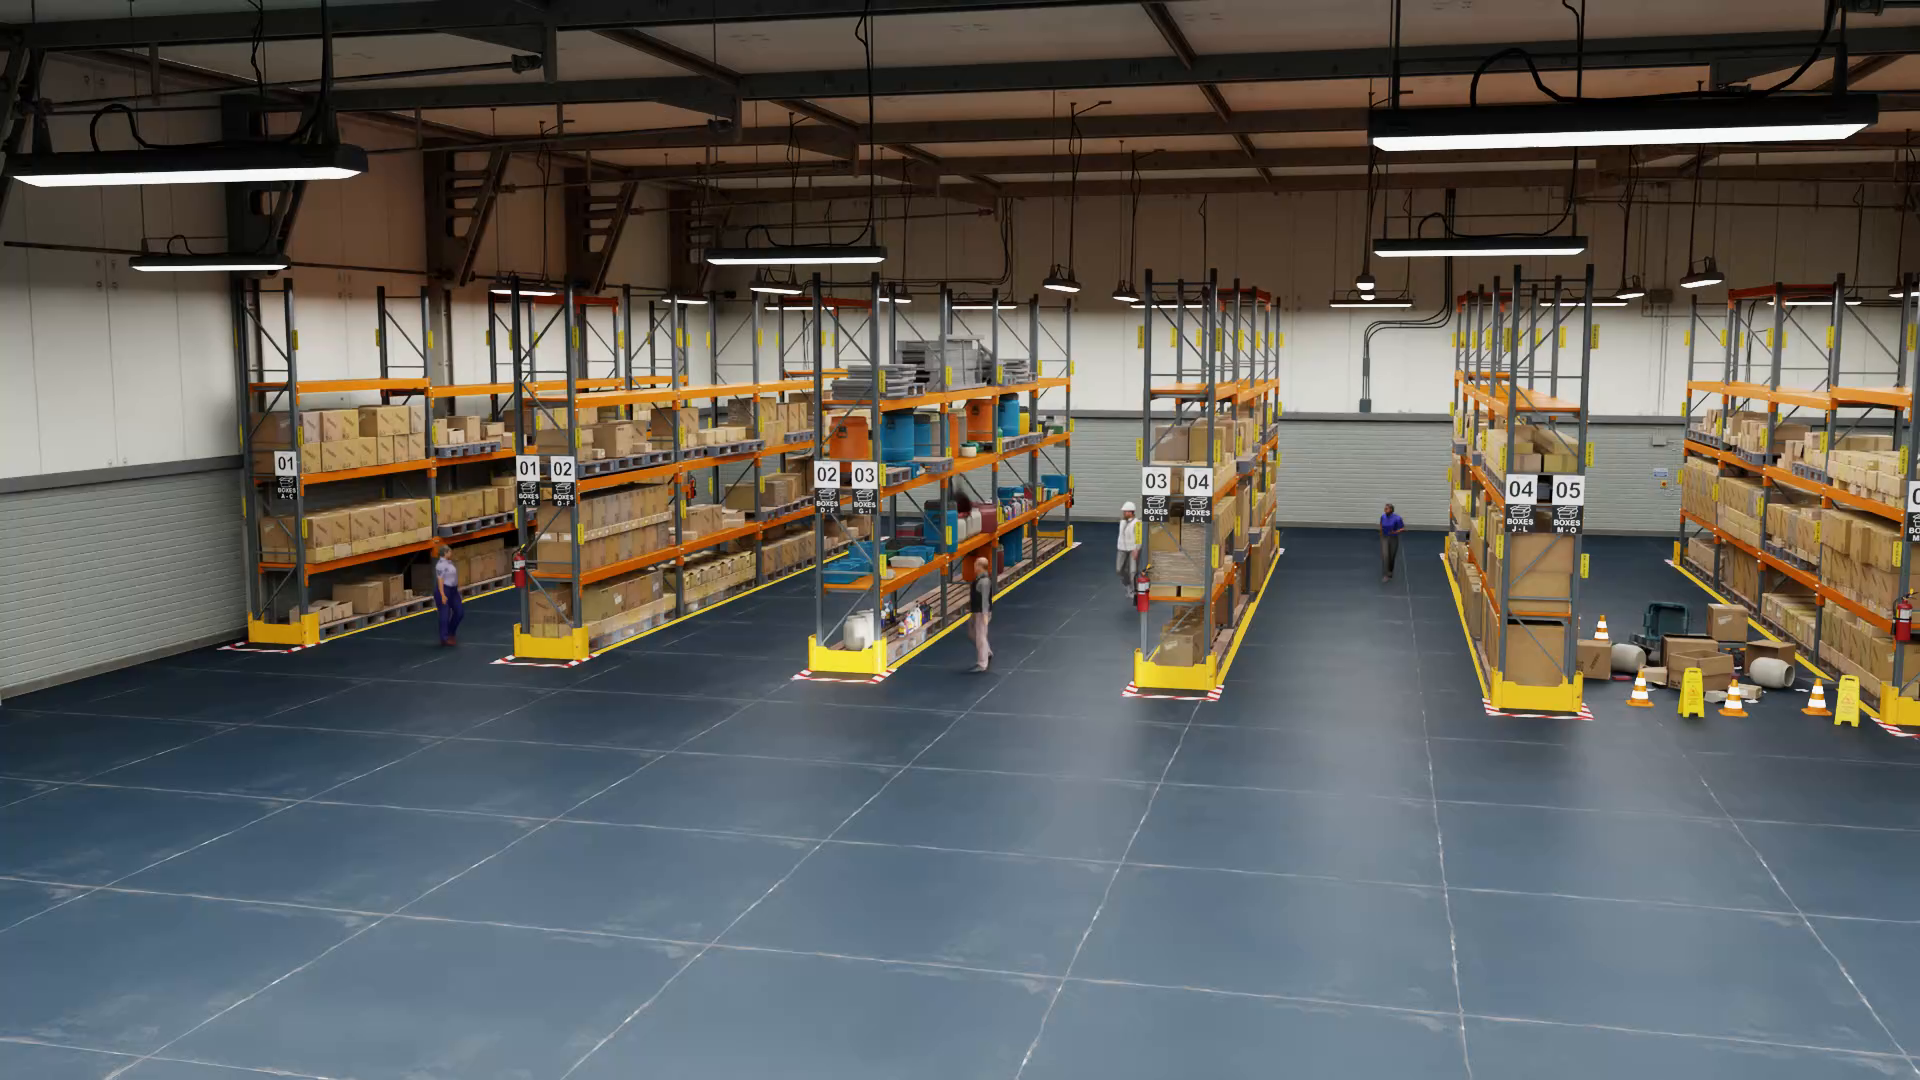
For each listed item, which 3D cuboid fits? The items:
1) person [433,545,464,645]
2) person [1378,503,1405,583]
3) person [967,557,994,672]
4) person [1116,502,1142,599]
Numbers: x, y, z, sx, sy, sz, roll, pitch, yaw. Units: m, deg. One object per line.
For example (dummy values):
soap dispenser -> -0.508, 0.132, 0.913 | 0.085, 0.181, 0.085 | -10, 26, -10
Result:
person -> -8.487, 0.918, 27.536 | 0.404, 1.659, 0.543 | 2, 7, 17
person -> 8.944, 0.035, 34.470 | 0.540, 1.609, 1.006 | 2, 7, 14
person -> 0.315, 1.114, 25.268 | 0.462, 1.724, 0.562 | -1, 7, -5
person -> 3.117, 0.210, 30.513 | 0.579, 1.819, 0.634 | 3, 7, 23
